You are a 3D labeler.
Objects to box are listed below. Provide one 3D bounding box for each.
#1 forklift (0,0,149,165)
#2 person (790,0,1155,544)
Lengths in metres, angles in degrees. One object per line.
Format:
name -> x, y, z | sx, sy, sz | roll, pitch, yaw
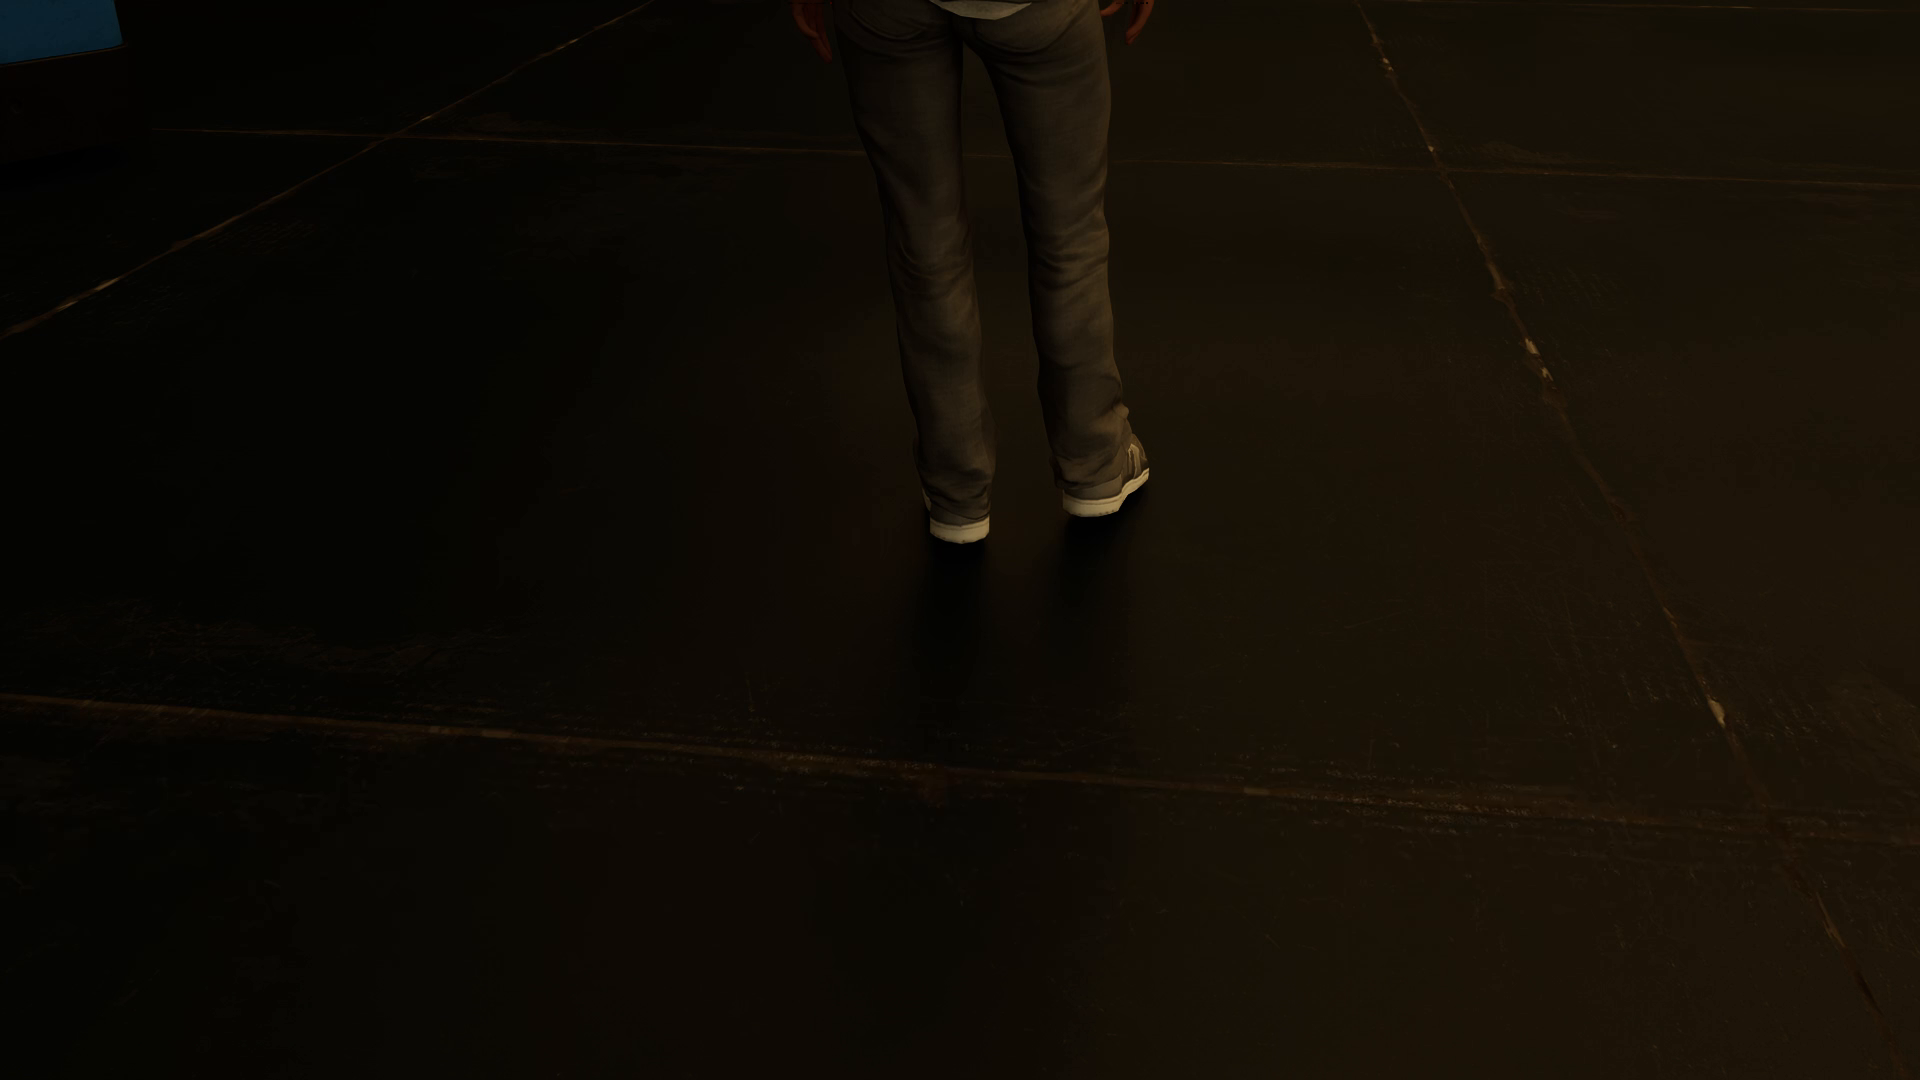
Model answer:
forklift -> -3.723, -2.584, 4.397 | 3.031, 2.935, 1.130 | 18, 32, 32
person -> 0.023, -0.747, 2.208 | 0.521, 1.584, 0.473 | 3, 27, 7
